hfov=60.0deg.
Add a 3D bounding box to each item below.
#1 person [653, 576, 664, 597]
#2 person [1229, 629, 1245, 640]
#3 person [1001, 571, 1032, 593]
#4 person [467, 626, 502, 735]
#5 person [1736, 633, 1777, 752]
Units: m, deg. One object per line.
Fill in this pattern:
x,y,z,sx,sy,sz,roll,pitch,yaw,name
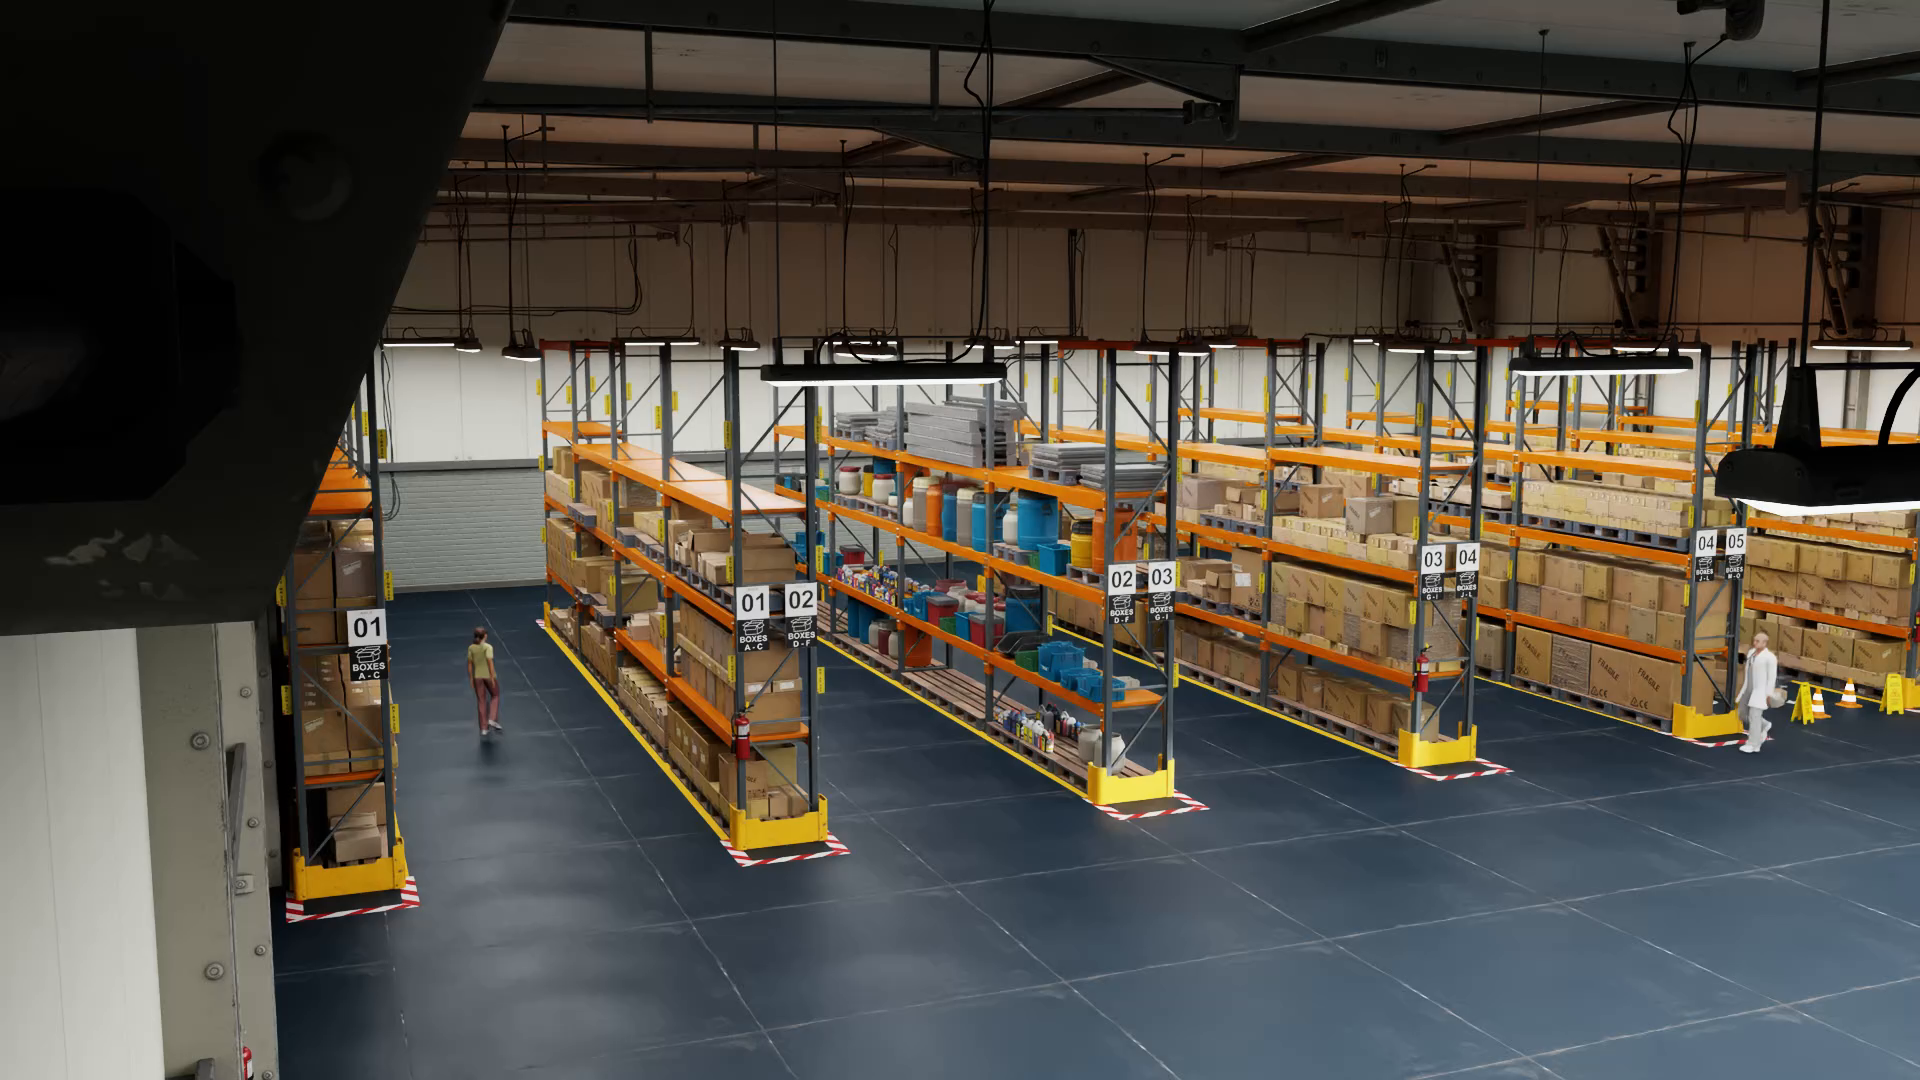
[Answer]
-7.022,0.441,38.622,0.855,1.746,0.532,2,8,17,person
5.459,1.247,32.284,0.567,1.724,1.034,-3,8,-20,person
1.148,0.975,34.502,0.607,1.813,0.587,-3,8,-20,person
-7.366,2.158,25.695,0.480,1.646,0.519,-1,7,-8,person
11.845,2.243,24.622,0.738,1.765,0.586,-3,8,-22,person
